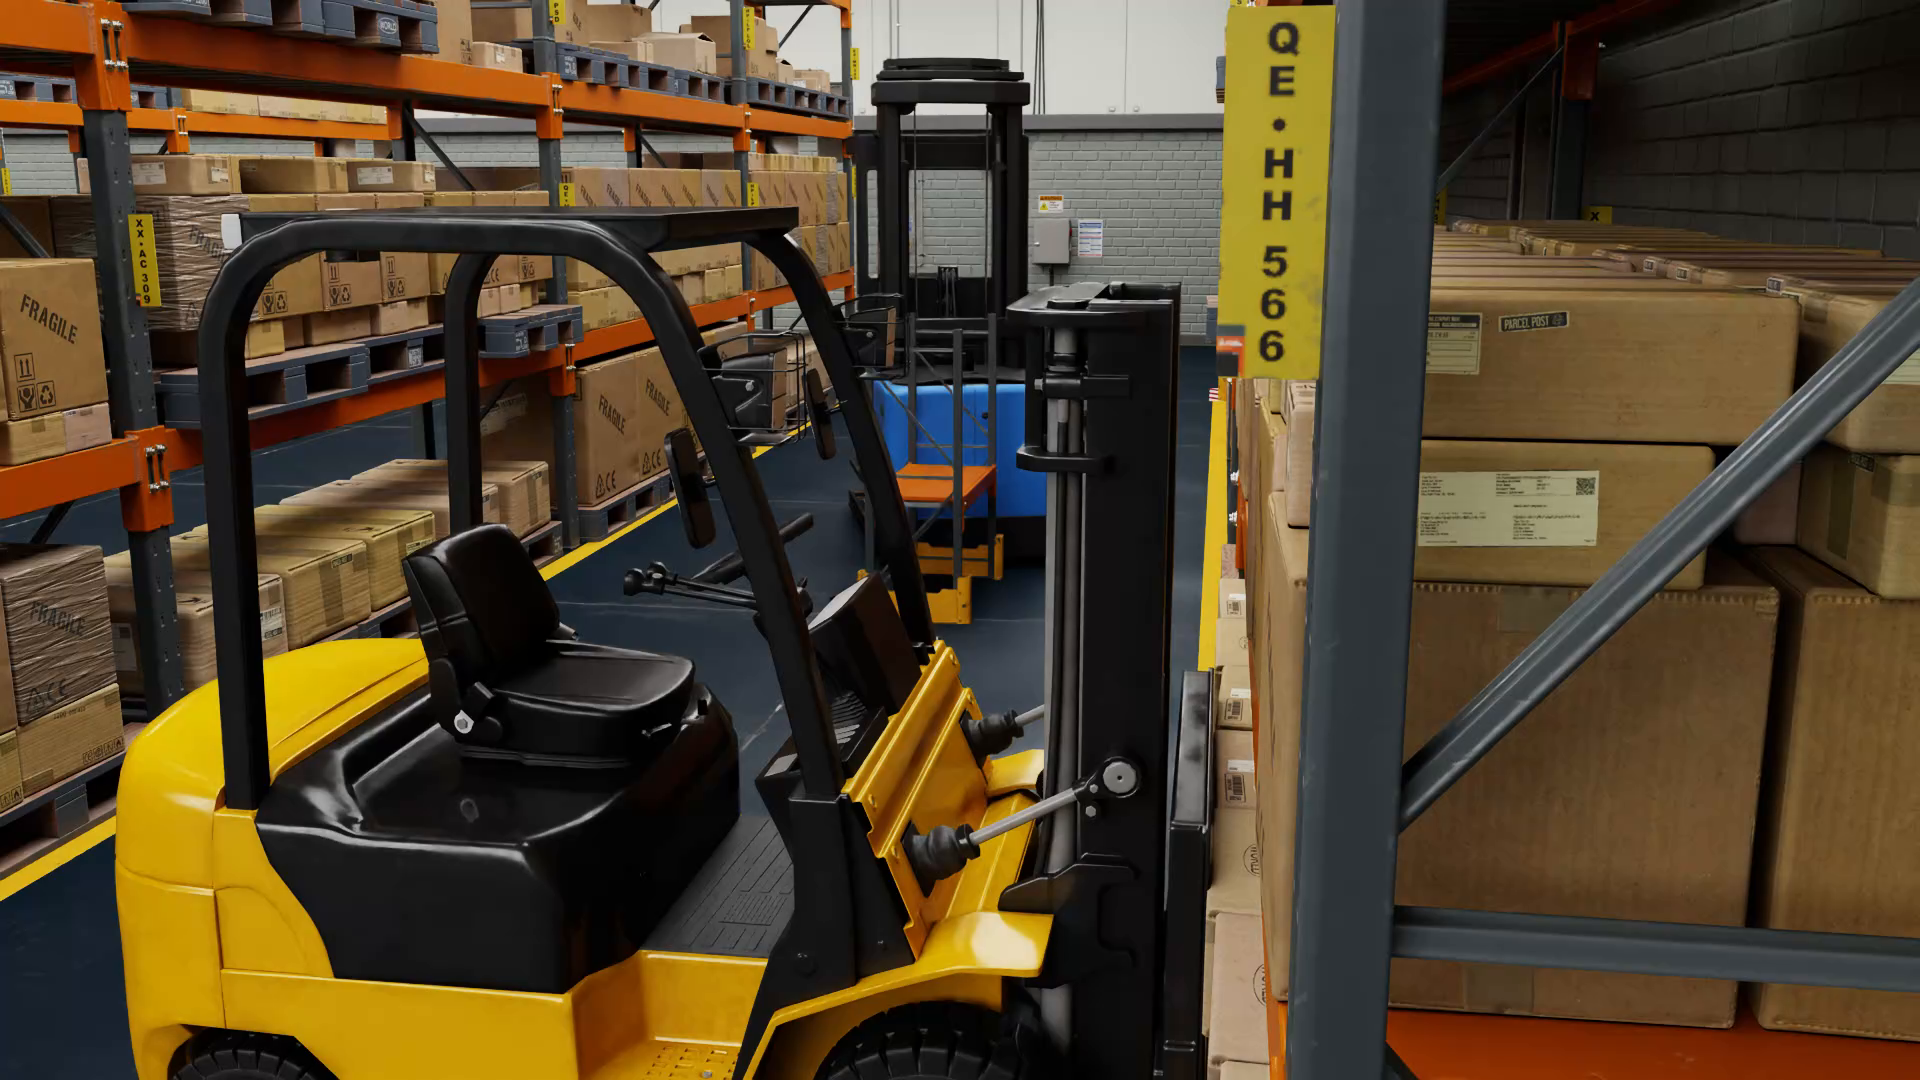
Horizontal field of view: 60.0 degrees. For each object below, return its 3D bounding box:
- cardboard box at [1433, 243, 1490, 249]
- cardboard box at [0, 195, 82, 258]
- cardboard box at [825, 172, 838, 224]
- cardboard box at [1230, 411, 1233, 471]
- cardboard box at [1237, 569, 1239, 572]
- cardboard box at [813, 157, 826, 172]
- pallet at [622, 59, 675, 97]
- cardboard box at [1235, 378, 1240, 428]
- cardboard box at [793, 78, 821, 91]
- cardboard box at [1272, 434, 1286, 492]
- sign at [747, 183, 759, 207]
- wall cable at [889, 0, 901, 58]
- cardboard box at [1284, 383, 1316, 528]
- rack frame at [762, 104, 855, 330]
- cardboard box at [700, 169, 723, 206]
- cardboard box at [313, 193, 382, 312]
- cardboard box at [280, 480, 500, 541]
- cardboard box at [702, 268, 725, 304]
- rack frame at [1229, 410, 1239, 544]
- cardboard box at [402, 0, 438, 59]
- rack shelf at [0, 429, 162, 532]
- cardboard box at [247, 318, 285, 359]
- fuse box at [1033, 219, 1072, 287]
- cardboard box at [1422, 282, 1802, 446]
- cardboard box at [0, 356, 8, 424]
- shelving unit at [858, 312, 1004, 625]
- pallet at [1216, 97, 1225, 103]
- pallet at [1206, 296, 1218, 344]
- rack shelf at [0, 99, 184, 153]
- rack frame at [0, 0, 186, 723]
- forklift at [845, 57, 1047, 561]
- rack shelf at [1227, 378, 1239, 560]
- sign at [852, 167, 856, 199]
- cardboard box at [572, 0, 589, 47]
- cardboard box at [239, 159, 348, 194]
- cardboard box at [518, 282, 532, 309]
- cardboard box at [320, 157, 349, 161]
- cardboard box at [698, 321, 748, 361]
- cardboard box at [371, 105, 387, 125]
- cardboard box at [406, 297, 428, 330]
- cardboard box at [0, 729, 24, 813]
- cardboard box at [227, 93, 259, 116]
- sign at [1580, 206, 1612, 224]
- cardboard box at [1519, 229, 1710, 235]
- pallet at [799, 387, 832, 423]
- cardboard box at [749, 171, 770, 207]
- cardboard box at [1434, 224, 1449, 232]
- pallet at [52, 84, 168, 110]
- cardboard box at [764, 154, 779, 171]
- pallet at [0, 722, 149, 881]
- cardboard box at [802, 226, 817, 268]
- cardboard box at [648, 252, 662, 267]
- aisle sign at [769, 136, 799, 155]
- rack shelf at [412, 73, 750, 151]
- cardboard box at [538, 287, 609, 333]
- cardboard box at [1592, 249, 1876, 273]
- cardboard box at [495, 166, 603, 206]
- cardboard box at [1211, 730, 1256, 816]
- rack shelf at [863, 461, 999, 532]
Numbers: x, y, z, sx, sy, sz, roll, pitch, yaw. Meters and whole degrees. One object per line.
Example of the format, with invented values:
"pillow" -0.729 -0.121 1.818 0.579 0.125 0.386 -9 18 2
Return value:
"cardboard box" 0.762 -0.466 3.052 0.380 0.149 0.250 2 12 10
"cardboard box" -3.628 -1.100 6.537 0.500 0.500 0.500 2 12 8
"cardboard box" -1.517 -3.415 16.607 0.500 0.500 0.500 2 12 9
"cardboard box" 2.128 -0.669 11.416 0.500 0.500 0.500 1 12 7
"cardboard box" 1.939 -0.184 8.869 0.875 0.625 0.625 2 12 10
"cardboard box" -1.535 -3.707 16.425 0.380 0.149 0.250 2 12 10
"pallet" -2.641 -3.172 11.421 1.003 0.211 1.213 2 12 11
"cardboard box" 1.324 -0.582 6.428 0.500 0.250 0.500 2 12 8
"cardboard box" -1.592 -4.506 16.524 0.380 0.149 0.250 1 12 4
"cardboard box" 0.723 0.128 2.540 0.500 0.500 0.500 2 12 10
"sign" -1.704 -2.774 13.684 0.100 0.325 0.005 2 12 9
"wall cable" -1.030 -7.221 22.639 0.463 3.000 0.029 2 12 9
"cardboard box" 0.604 -0.105 2.086 0.380 0.149 0.250 2 12 10
"rack frame" -1.627 -3.095 17.734 1.000 3.000 0.127 2 12 9
"cardboard box" -2.135 -2.591 12.784 0.500 0.500 0.500 2 12 10
"cardboard box" -2.951 -1.291 7.426 0.500 0.500 0.500 2 12 8
"cardboard box" -3.059 -0.079 8.981 0.950 0.372 0.625 2 12 8
"cardboard box" -2.141 -1.981 12.923 0.500 0.250 0.500 2 12 8
"rack frame" 2.048 -1.269 9.264 1.000 3.000 0.127 2 12 9
"cardboard box" -3.063 -2.628 8.202 0.797 0.503 0.637 2 12 9
"rack shelf" -3.780 0.171 4.287 1.077 0.370 4.000 2 12 9
"cardboard box" -3.028 -0.836 6.851 0.380 0.149 0.250 2 12 10
"fuse box" 1.271 -3.541 22.863 0.539 1.711 0.414 2 12 9
"cardboard box" 0.665 -0.197 1.804 0.380 0.149 0.250 2 12 9
"cardboard box" -3.367 -0.583 5.136 0.500 0.500 0.500 2 12 11
"shelving unit" -0.137 -0.420 8.884 0.587 1.500 1.083 2 12 11
"pallet" 2.494 -3.343 12.212 1.213 0.211 1.003 2 12 9
"pallet" 2.083 -1.319 9.949 1.213 0.211 1.003 2 12 9
"rack shelf" -7.456 -3.100 12.345 1.077 0.370 4.000 2 12 9
"rack frame" -3.472 -0.597 6.143 1.000 3.000 0.127 2 12 9
"forklift" -0.152 -1.572 10.830 1.130 2.935 3.031 -2 12 -9
"rack shelf" 1.741 -0.501 7.408 1.077 0.370 4.000 2 12 9
"sign" -1.092 -3.756 17.492 0.100 0.325 0.005 2 12 9
"cardboard box" -2.872 -3.526 11.382 0.500 0.500 0.500 2 12 9
"cardboard box" -2.985 -1.629 7.454 0.380 0.149 0.250 3 12 12
"cardboard box" -2.645 -1.378 9.367 0.380 0.149 0.250 2 12 10
"cardboard box" -6.507 -3.600 16.761 0.500 0.500 0.500 3 12 12
"cardboard box" -2.258 -1.297 13.439 0.875 0.875 0.875 2 12 10
"cardboard box" -6.342 -4.524 17.601 0.500 0.250 0.500 2 12 7
"cardboard box" -2.835 -1.111 8.128 0.380 0.149 0.250 1 12 7
"cardboard box" -3.369 0.785 5.261 0.500 0.250 0.500 2 12 7
"cardboard box" -6.748 -3.987 15.109 0.500 0.250 0.500 2 12 8
"sign" 1.982 -0.881 5.219 0.100 0.325 0.005 2 12 9
"cardboard box" 1.539 -0.658 3.944 0.380 0.149 0.250 2 12 8
"pallet" -1.862 -1.309 16.068 1.003 0.211 1.213 2 12 9
"cardboard box" -1.929 -2.891 14.178 0.500 0.500 0.500 2 12 9
"cardboard box" 1.110 -0.781 4.513 0.380 0.149 0.250 2 12 8
"pallet" -7.349 -3.651 13.640 1.213 0.211 1.003 2 12 9
"cardboard box" -1.817 -3.332 14.686 0.380 0.149 0.250 2 12 8
"pallet" -3.540 0.907 5.782 1.003 0.211 1.213 2 12 9
"cardboard box" -1.667 -2.715 15.736 0.500 0.500 0.500 2 12 10
"cardboard box" -2.365 -1.909 11.400 0.500 0.250 0.500 2 12 8
"aisle sign" -1.902 -4.390 17.573 0.394 0.787 0.004 2 12 9
"rack shelf" -2.549 -2.960 11.698 1.077 0.370 4.000 2 12 9
"cardboard box" -2.533 -1.450 10.457 0.500 0.250 0.500 2 12 8
"cardboard box" 1.249 -0.394 2.718 0.380 0.149 0.250 2 12 10
"cardboard box" -2.539 -2.062 10.330 0.500 0.500 0.500 1 12 7
"cardboard box" 0.806 0.623 3.639 0.500 0.250 0.500 2 12 8
"rack shelf" -0.139 -0.243 8.914 0.538 0.185 1.000 2 12 11
